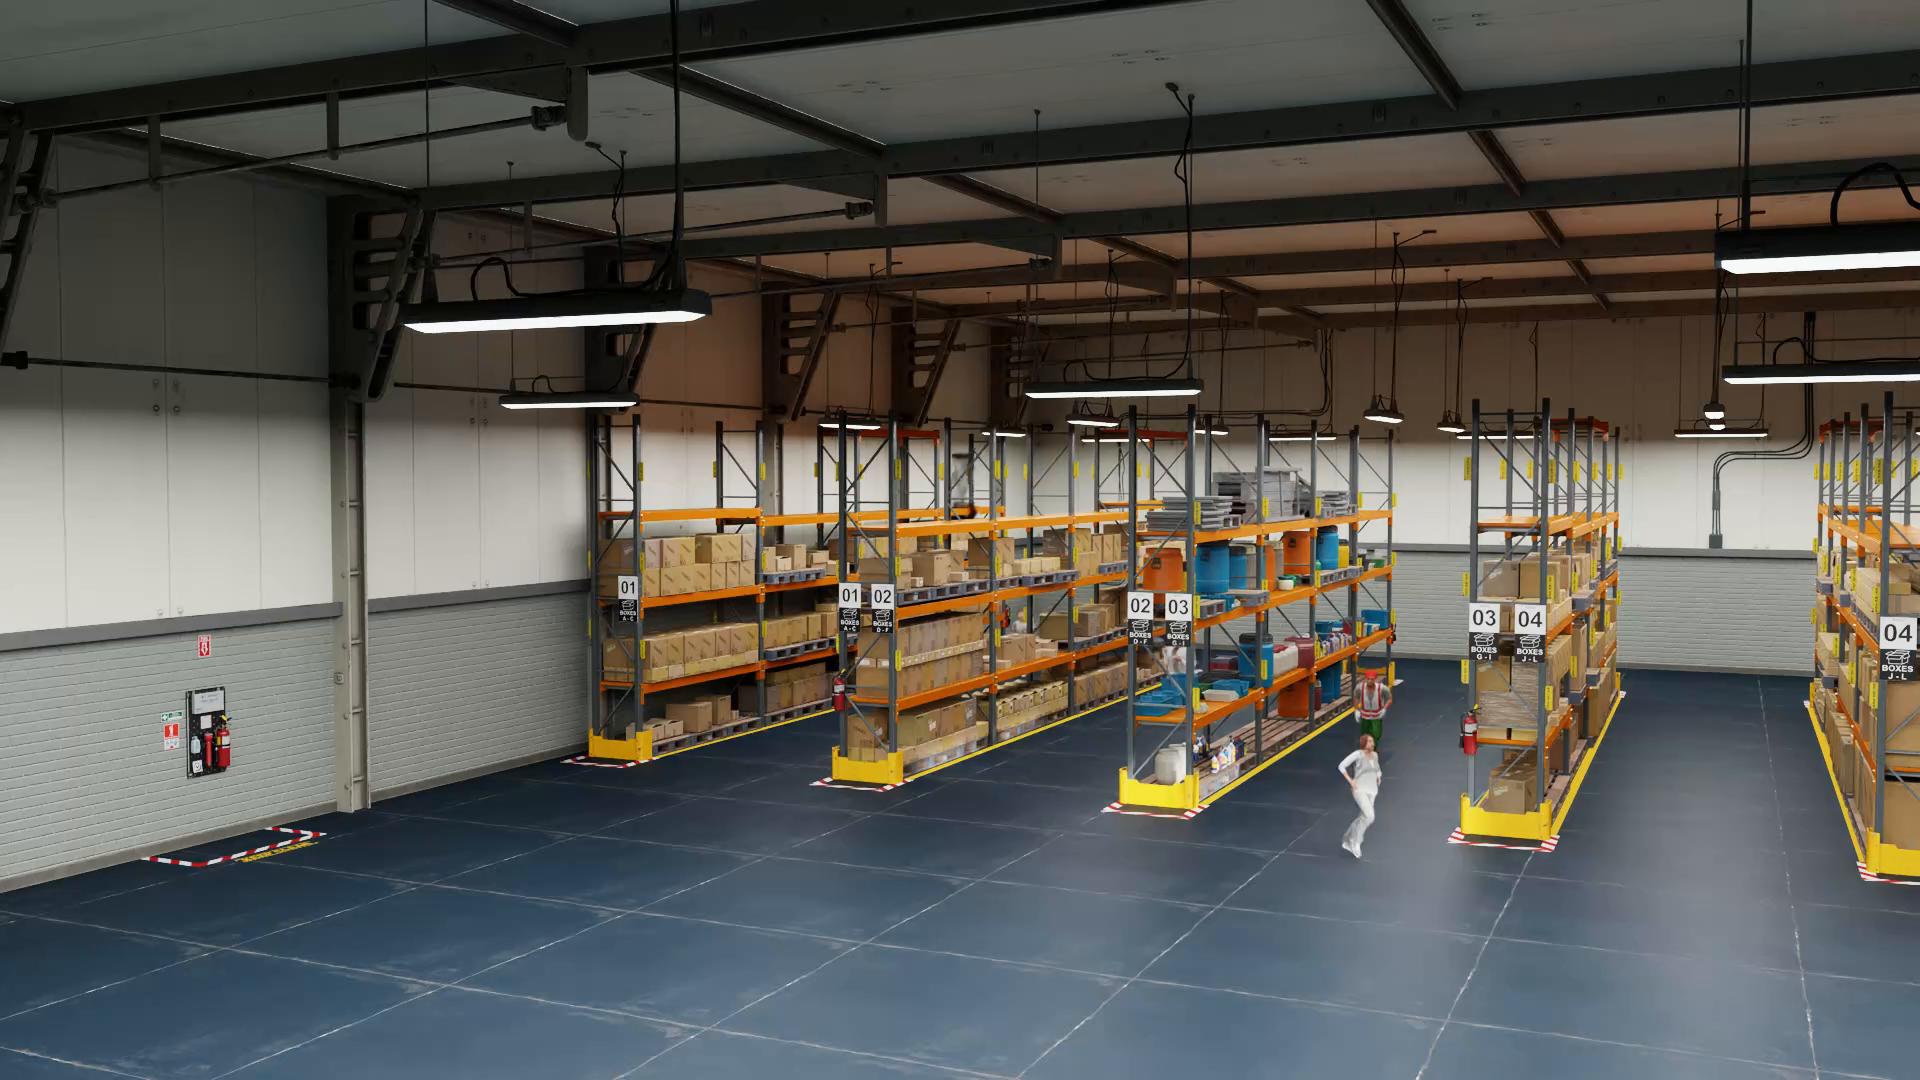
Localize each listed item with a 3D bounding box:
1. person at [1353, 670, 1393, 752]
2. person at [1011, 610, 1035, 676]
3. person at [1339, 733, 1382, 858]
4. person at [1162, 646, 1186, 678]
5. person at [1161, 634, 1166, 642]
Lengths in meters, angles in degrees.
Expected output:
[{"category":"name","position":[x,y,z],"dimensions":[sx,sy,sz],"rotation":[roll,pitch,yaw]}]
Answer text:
[{"category":"person","position":[6.954,3.014,28.007],"dimensions":[0.657,1.720,0.897],"rotation":[1,2,17]},{"category":"person","position":[1.500,2.509,40.361],"dimensions":[0.543,1.635,0.627],"rotation":[1,2,15]},{"category":"person","position":[5.268,3.318,21.686],"dimensions":[0.568,1.597,0.570],"rotation":[-1,3,-30]},{"category":"person","position":[4.368,2.748,33.479],"dimensions":[0.690,1.706,0.958],"rotation":[1,2,20]},{"category":"person","position":[5.405,2.442,42.810],"dimensions":[0.671,1.672,0.576],"rotation":[2,3,44]}]
